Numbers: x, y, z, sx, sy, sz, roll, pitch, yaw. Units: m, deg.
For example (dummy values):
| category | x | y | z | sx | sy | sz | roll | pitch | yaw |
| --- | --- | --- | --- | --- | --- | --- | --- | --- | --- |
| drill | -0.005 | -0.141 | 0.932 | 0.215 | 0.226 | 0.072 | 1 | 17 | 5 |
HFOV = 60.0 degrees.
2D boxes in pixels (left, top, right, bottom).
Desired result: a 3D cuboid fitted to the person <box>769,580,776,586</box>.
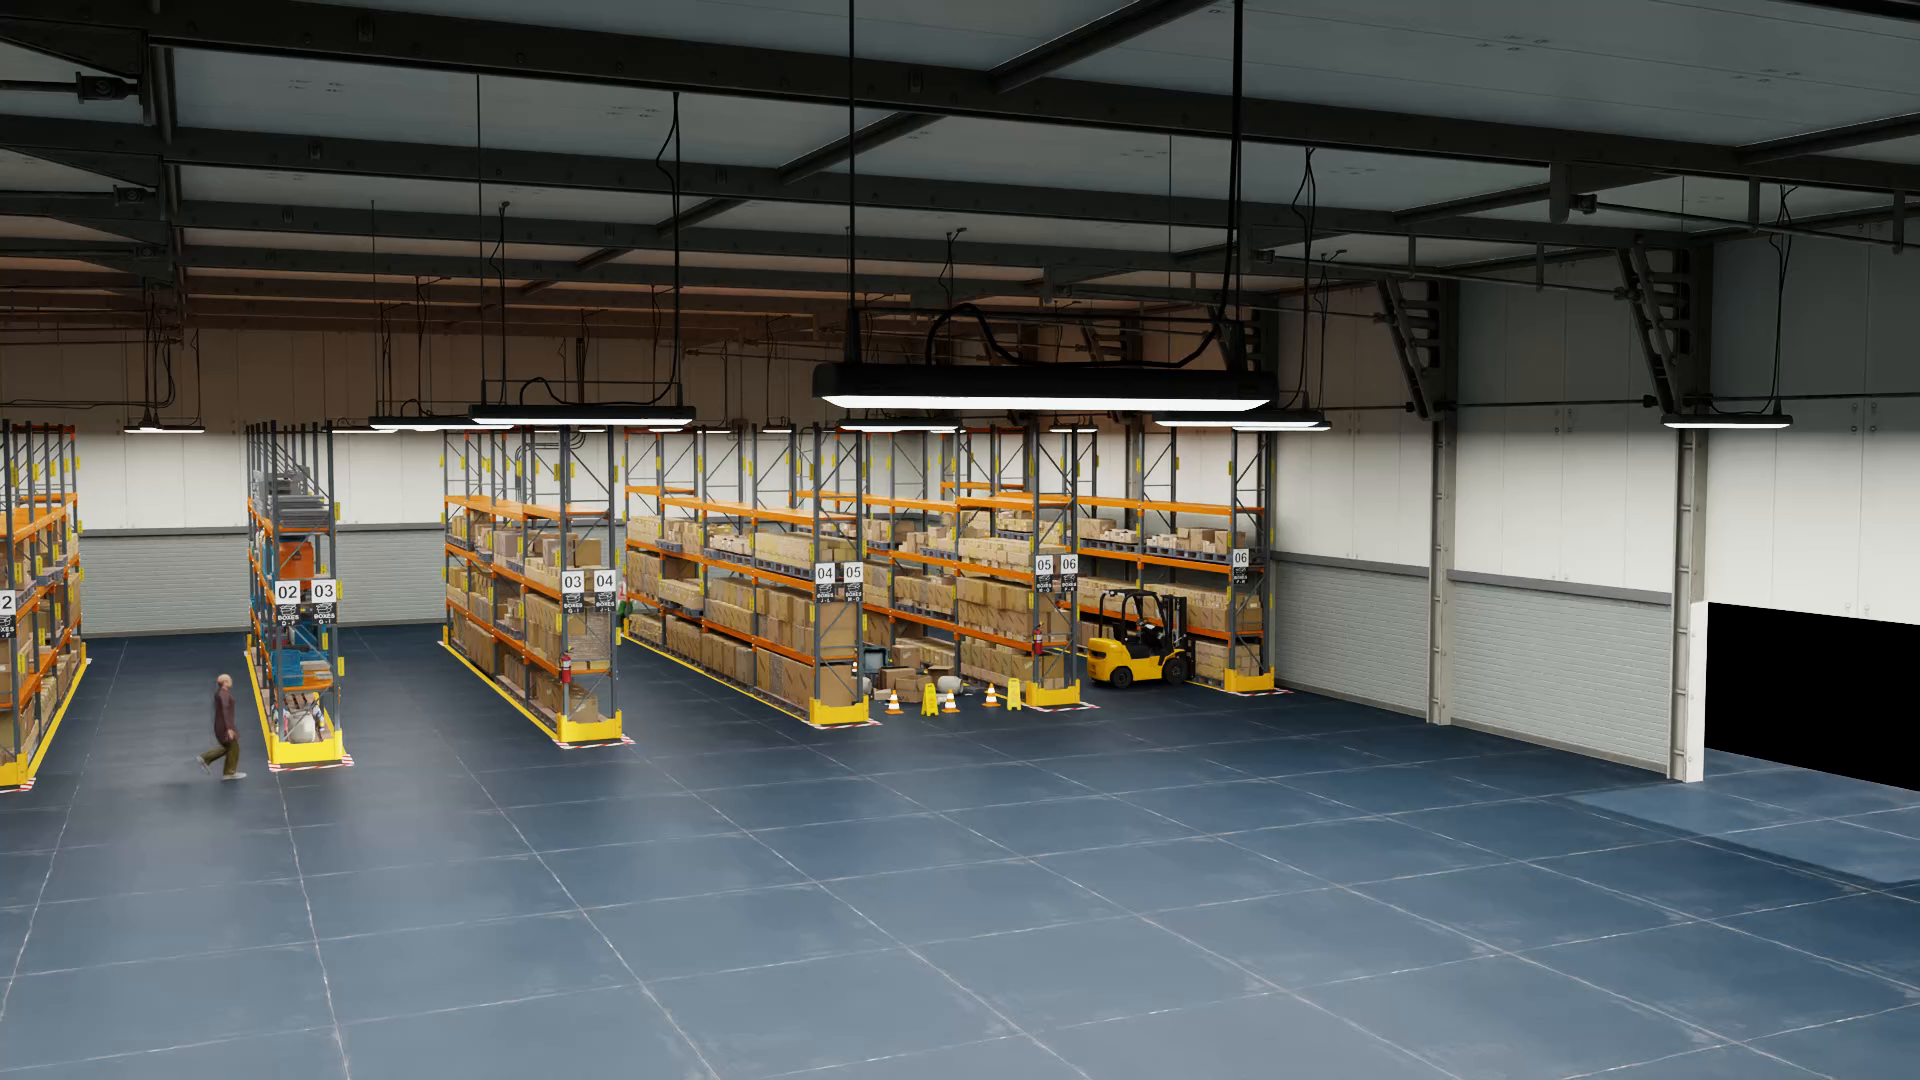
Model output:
| category | x | y | z | sx | sy | sz | roll | pitch | yaw |
| --- | --- | --- | --- | --- | --- | --- | --- | --- | --- |
| person | -5.308 | 1.926 | 47.231 | 0.551 | 1.691 | 0.331 | 3 | 4 | 36 |

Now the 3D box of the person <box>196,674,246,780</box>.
| category | x | y | z | sx | sy | sz | roll | pitch | yaw |
| --- | --- | --- | --- | --- | --- | --- | --- | --- | --- |
| person | -12.270 | 3.105 | 27.574 | 0.759 | 1.747 | 0.661 | -2 | 4 | -25 |

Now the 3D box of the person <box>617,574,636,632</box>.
| category | x | y | z | sx | sy | sz | roll | pitch | yaw |
| --- | --- | --- | --- | --- | --- | --- | --- | --- | --- |
| person | -9.767 | 1.826 | 48.703 | 0.537 | 1.843 | 0.481 | 0 | 4 | -6 |
